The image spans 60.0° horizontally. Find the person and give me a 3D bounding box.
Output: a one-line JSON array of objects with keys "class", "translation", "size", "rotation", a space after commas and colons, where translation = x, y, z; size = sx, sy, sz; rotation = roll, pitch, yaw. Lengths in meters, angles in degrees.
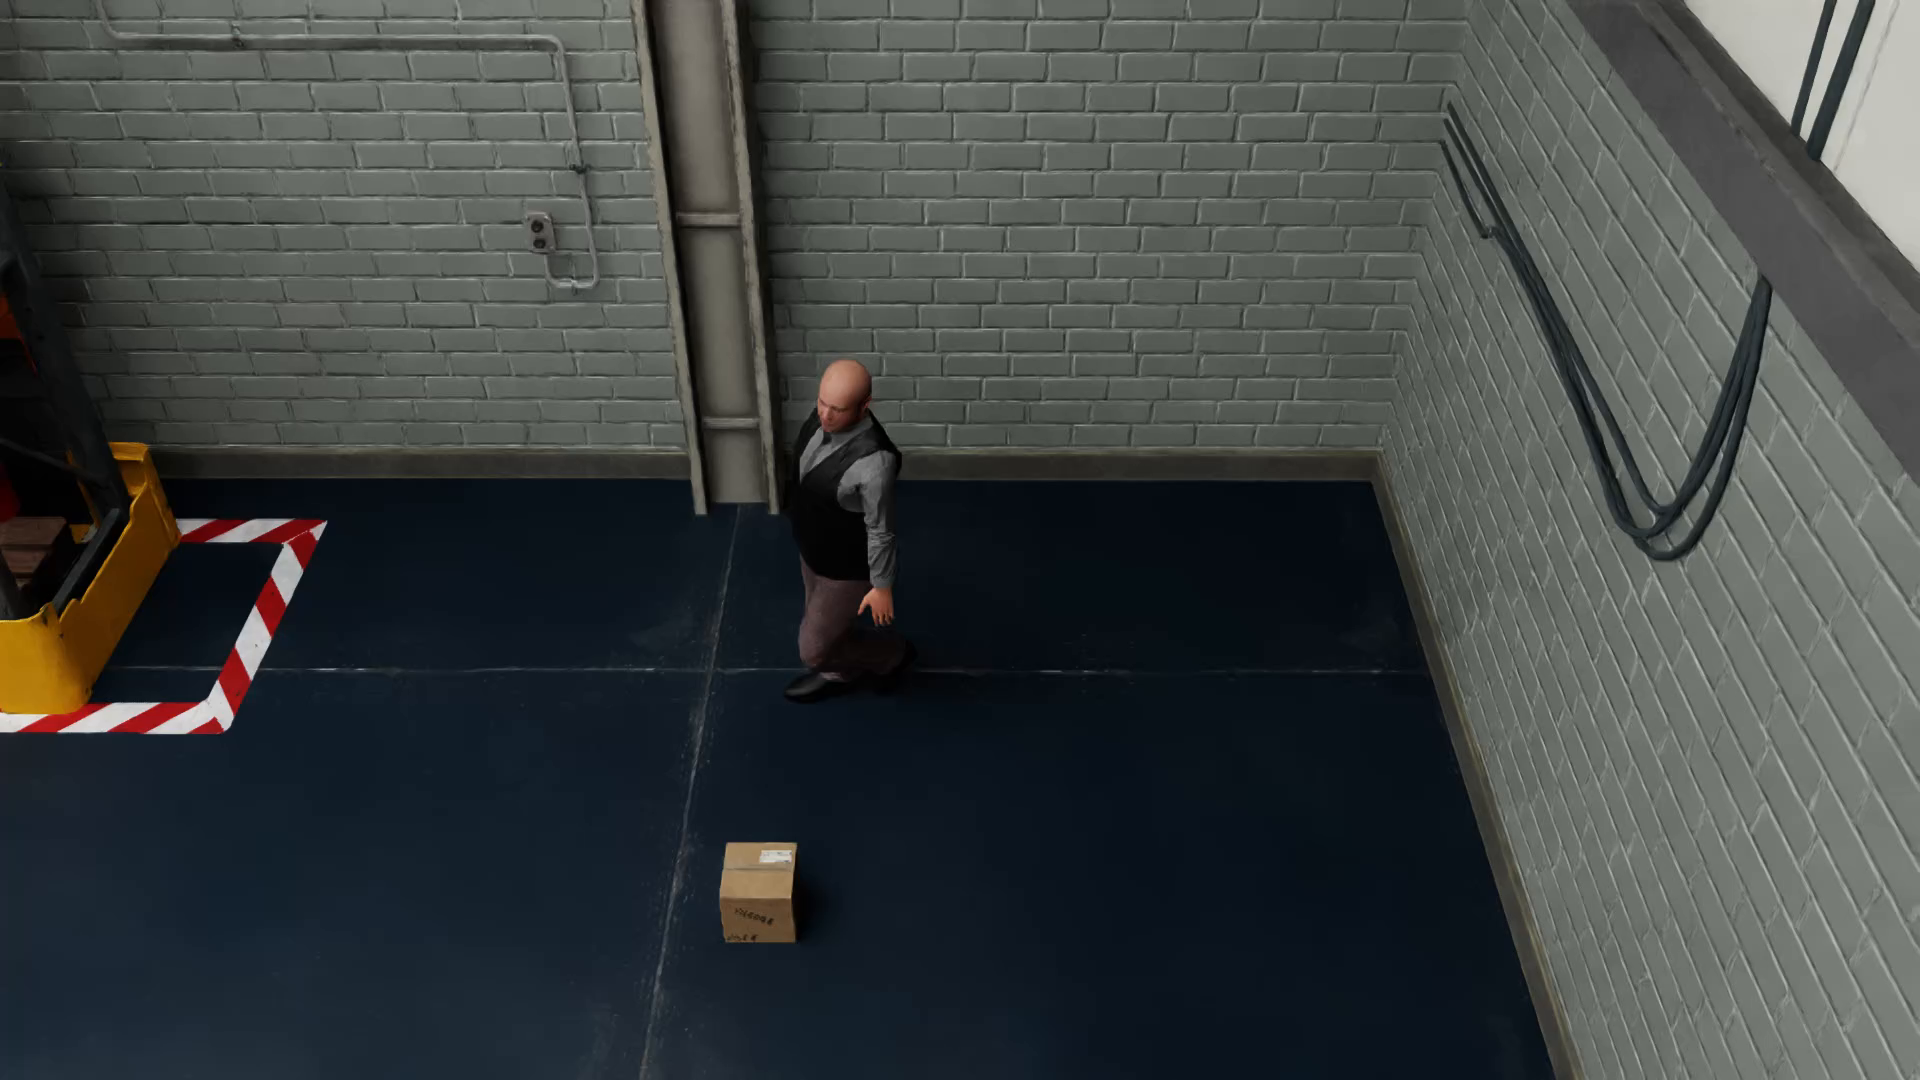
[{"class": "person", "translation": [-0.419, 0.022, 6.133], "size": [0.503, 1.704, 0.643], "rotation": [-17, 42, -20]}]
